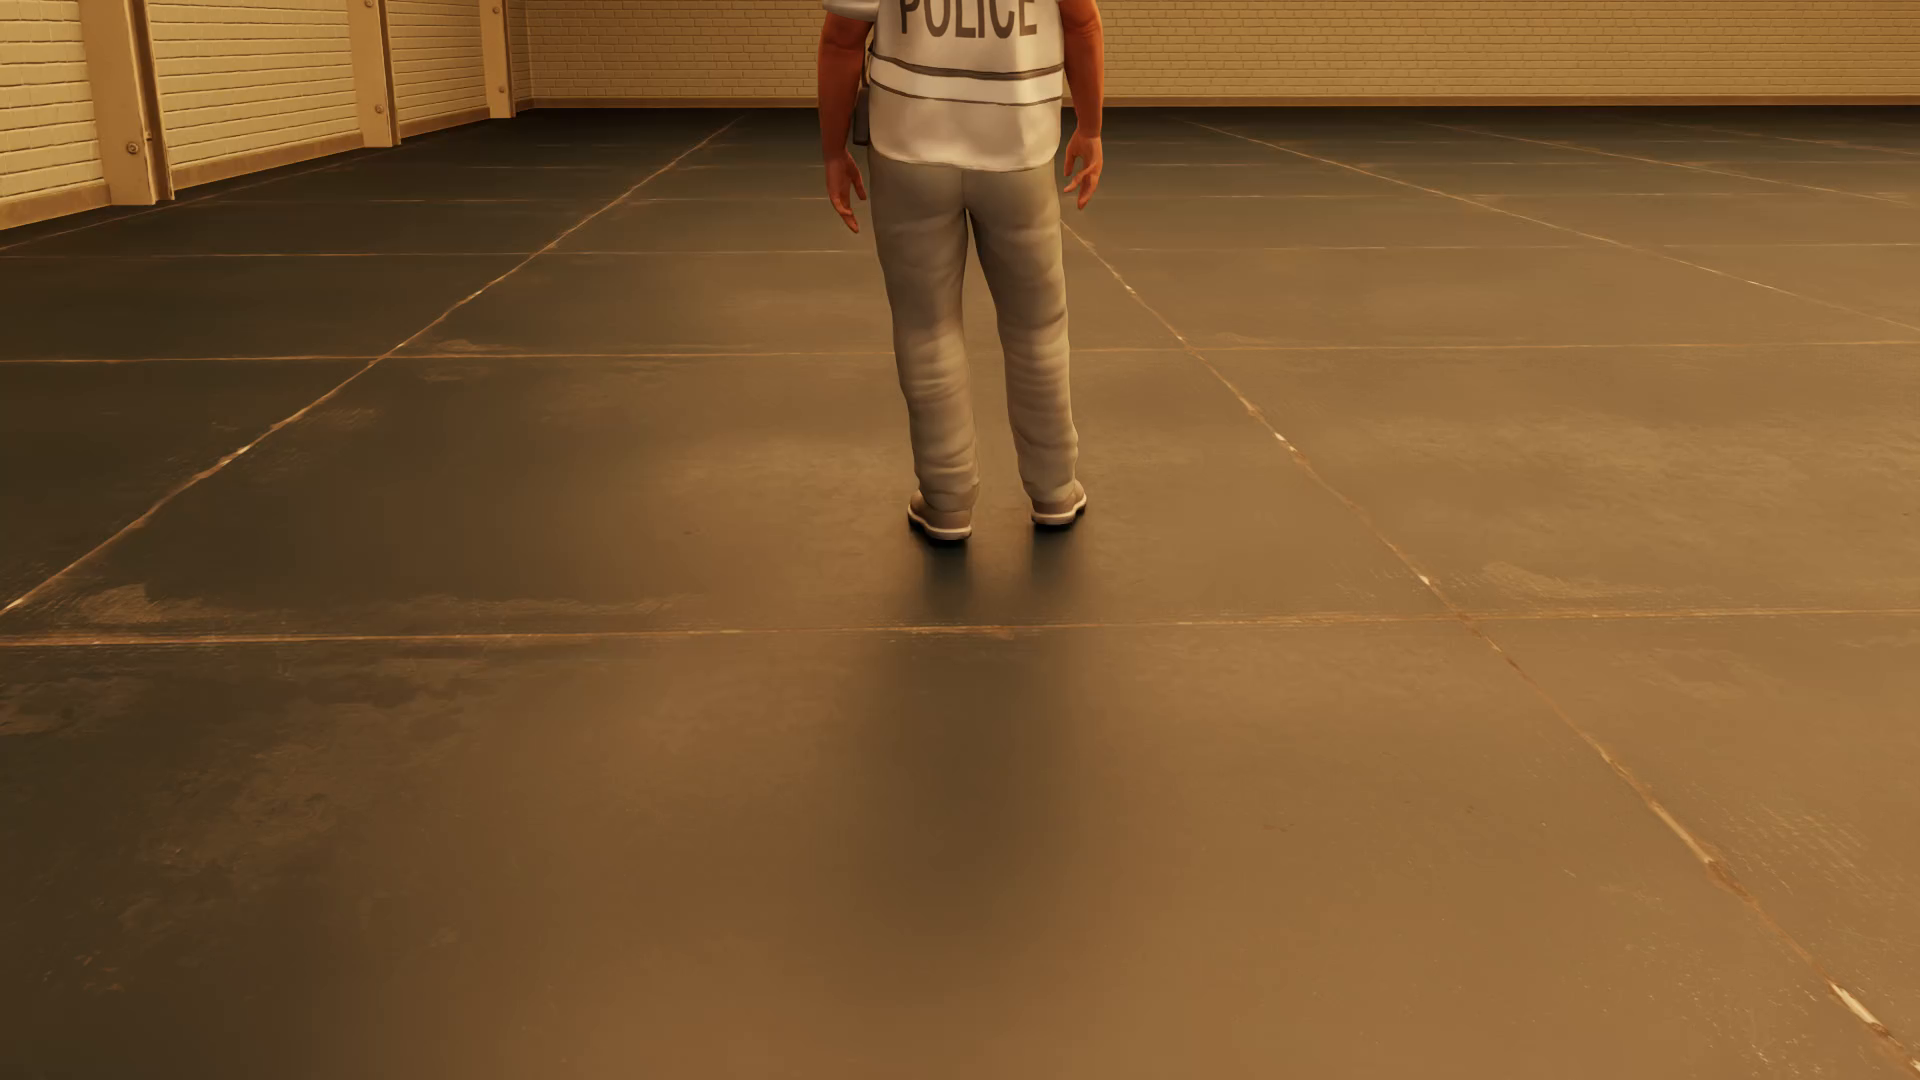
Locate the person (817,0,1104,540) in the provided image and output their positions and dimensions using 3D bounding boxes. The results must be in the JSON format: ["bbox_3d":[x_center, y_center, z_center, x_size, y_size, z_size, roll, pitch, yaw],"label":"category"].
[{"bbox_3d":[0.008,-0.882,3.730,0.640,1.781,0.575,-1,17,-3],"label":"person"}]
